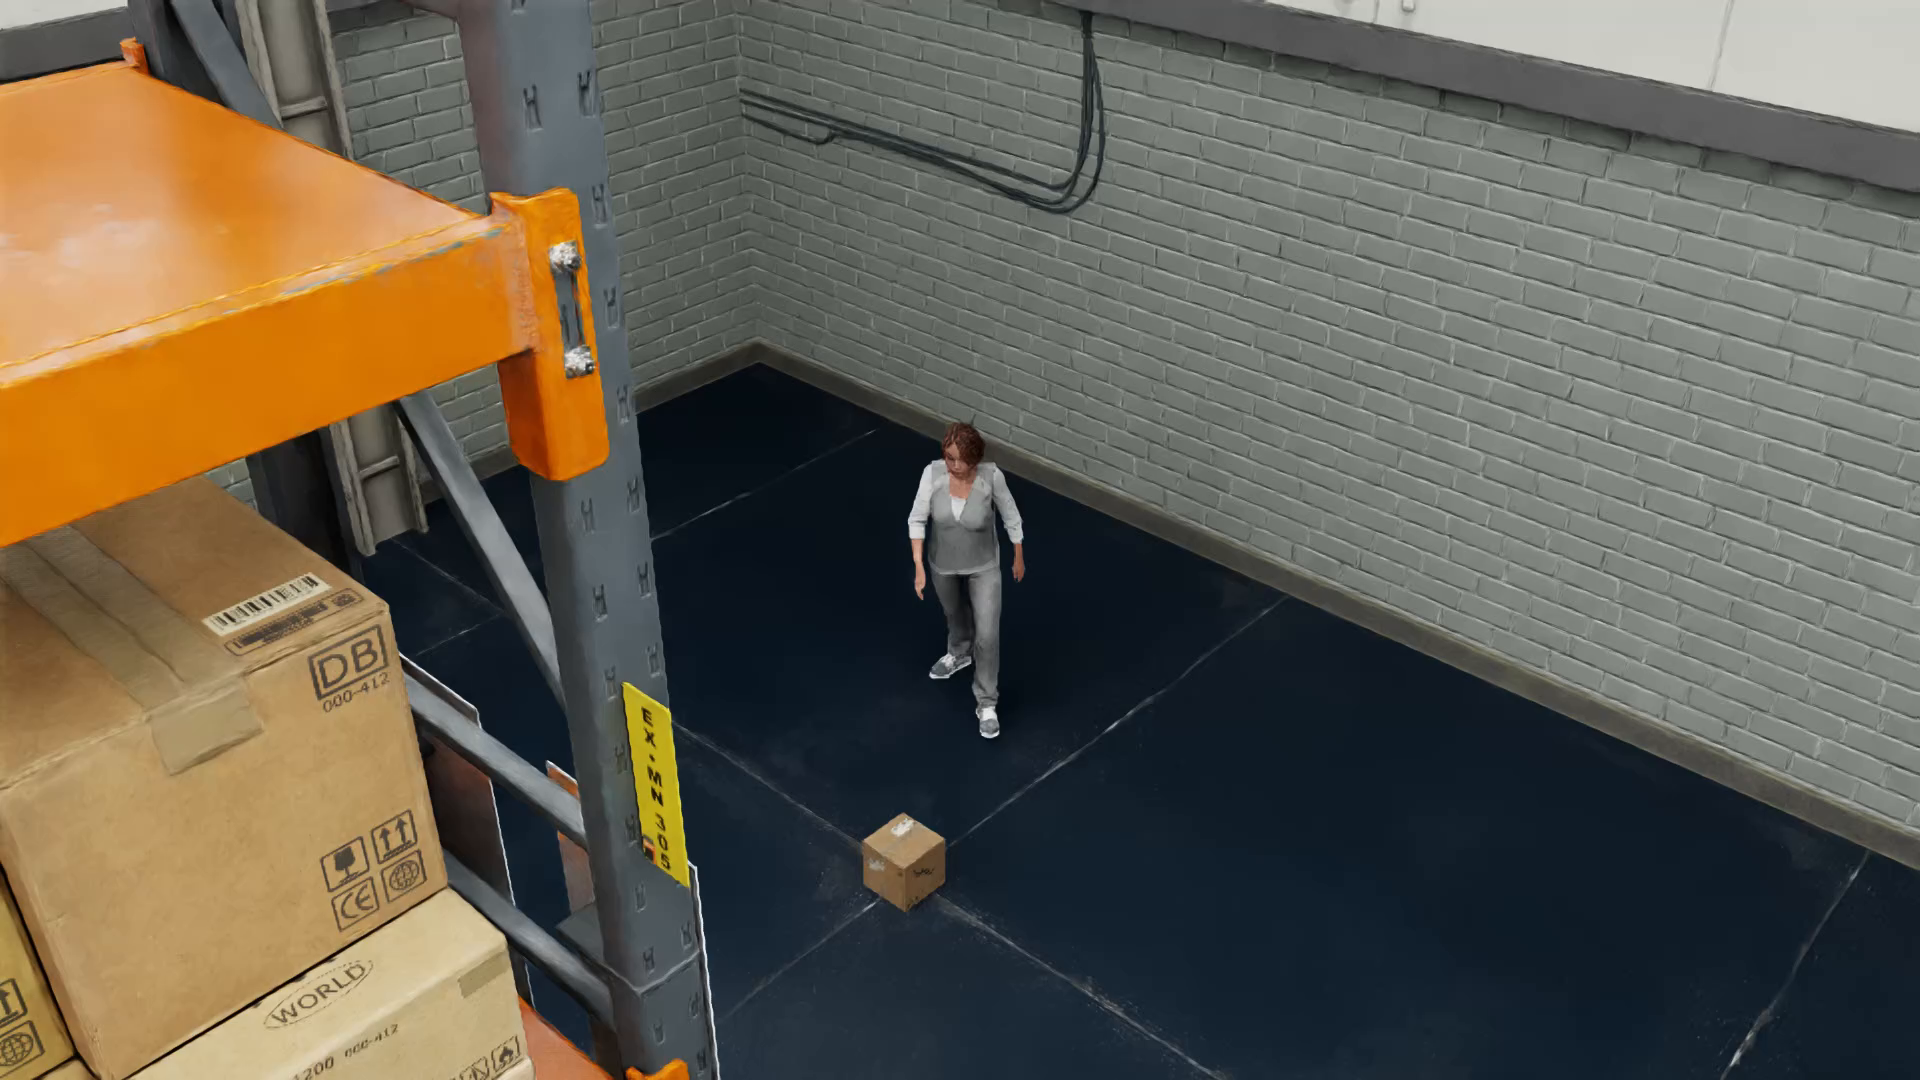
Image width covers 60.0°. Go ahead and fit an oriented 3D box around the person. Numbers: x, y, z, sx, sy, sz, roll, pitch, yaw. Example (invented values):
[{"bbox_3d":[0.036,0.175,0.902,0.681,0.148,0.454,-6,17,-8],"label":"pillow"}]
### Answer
[{"bbox_3d":[0.030,0.114,7.813,0.522,1.556,0.657,8,33,13],"label":"person"}]
